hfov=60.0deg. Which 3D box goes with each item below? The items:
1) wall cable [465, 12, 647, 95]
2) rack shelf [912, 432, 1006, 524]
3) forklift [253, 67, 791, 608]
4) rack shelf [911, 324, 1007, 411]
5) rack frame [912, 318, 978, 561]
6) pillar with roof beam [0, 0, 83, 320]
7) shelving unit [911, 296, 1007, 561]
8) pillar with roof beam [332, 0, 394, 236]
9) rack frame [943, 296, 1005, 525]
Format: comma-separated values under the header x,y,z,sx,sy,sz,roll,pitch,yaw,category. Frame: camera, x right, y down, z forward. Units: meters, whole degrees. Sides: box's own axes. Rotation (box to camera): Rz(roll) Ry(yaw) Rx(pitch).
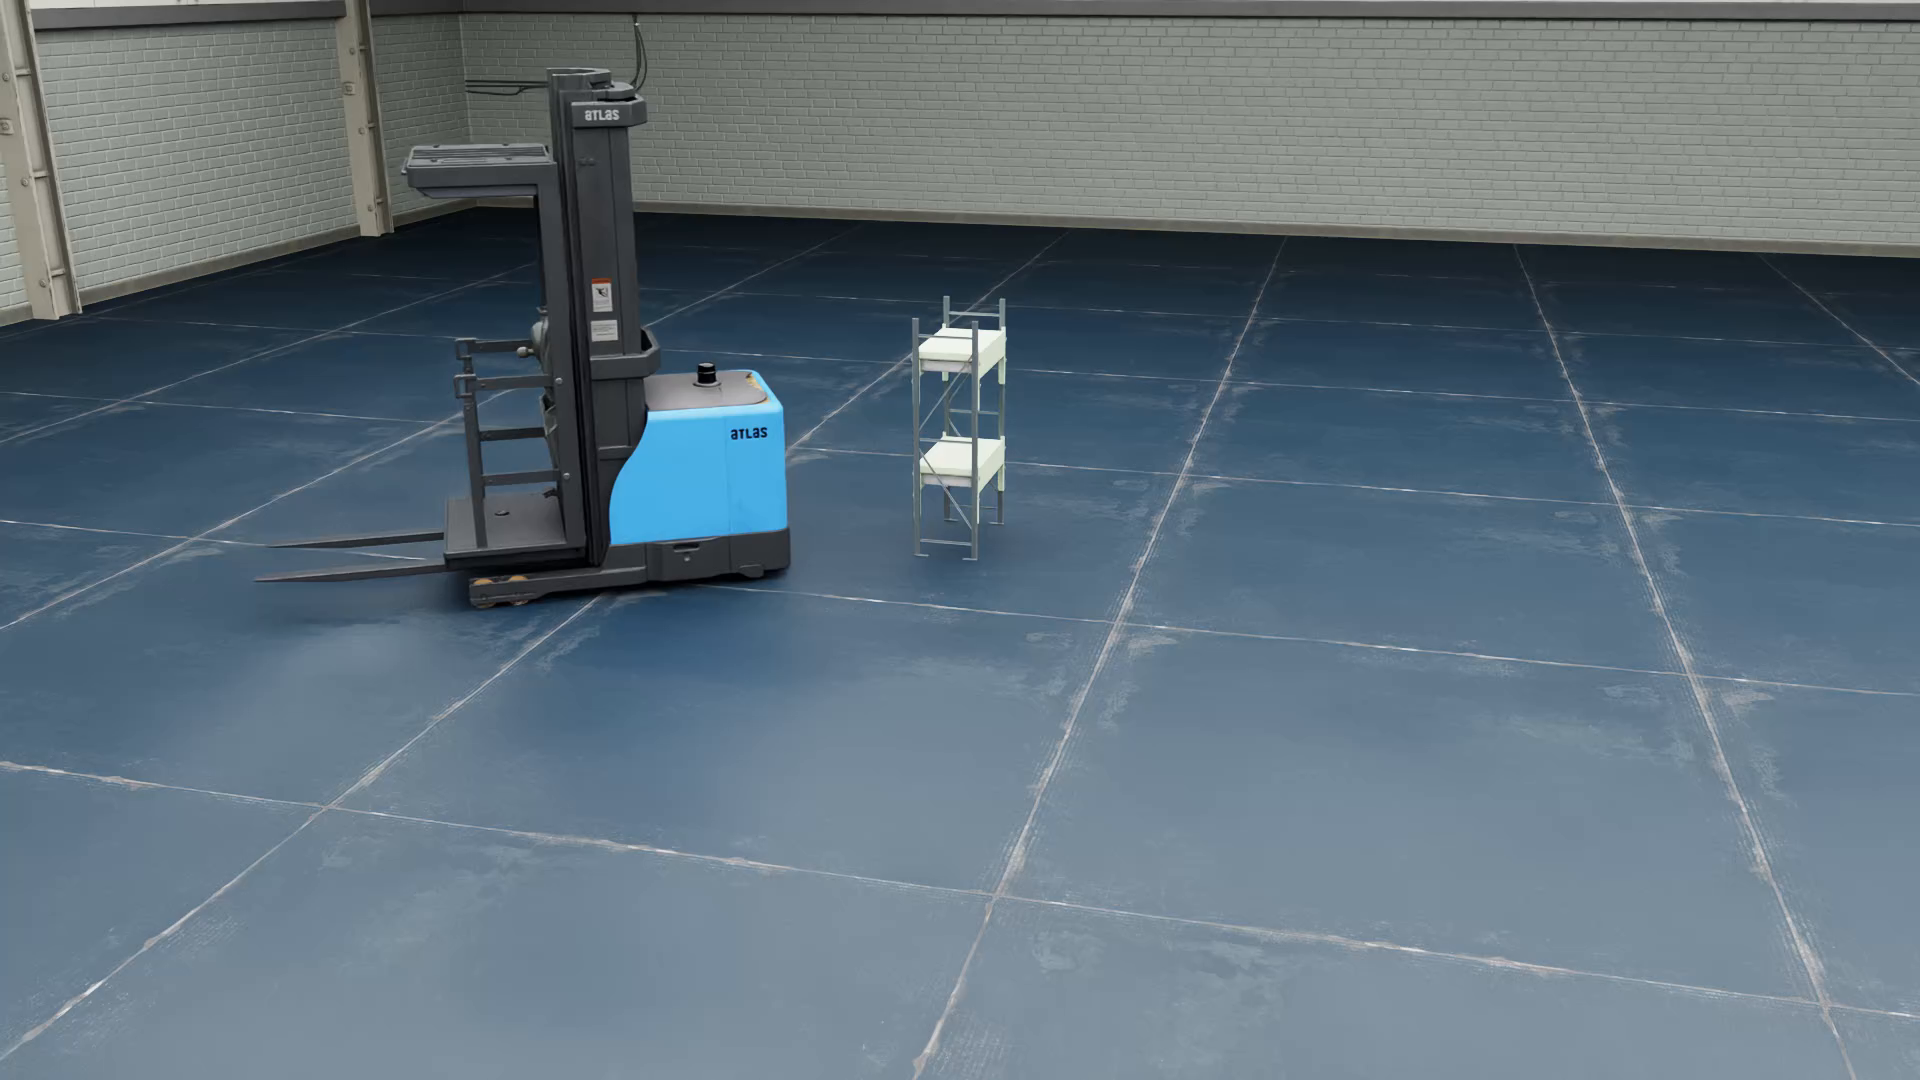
x,y,z,sx,sy,sz,roll,pitch,yaw,category
-6.131,-7.877,24.630,3.097,2.526,0.112,5,19,13,wall cable
0.002,-0.403,10.557,0.431,0.370,0.720,5,19,13,rack shelf
-2.598,-1.184,9.620,3.031,2.935,1.130,-5,20,-15,forklift
0.002,-1.081,10.325,0.431,0.370,0.720,5,19,13,rack shelf
-0.088,-0.597,10.115,0.400,1.500,0.023,5,19,13,rack frame
-5.425,-6.307,15.230,9.100,9.000,0.400,5,19,13,pillar with roof beam
0.002,-0.712,10.451,0.431,1.500,0.755,5,19,13,shelving unit
-3.959,-8.187,20.735,9.100,9.000,0.400,5,19,13,pillar with roof beam
0.091,-0.827,10.787,0.400,1.500,0.023,5,19,13,rack frame
